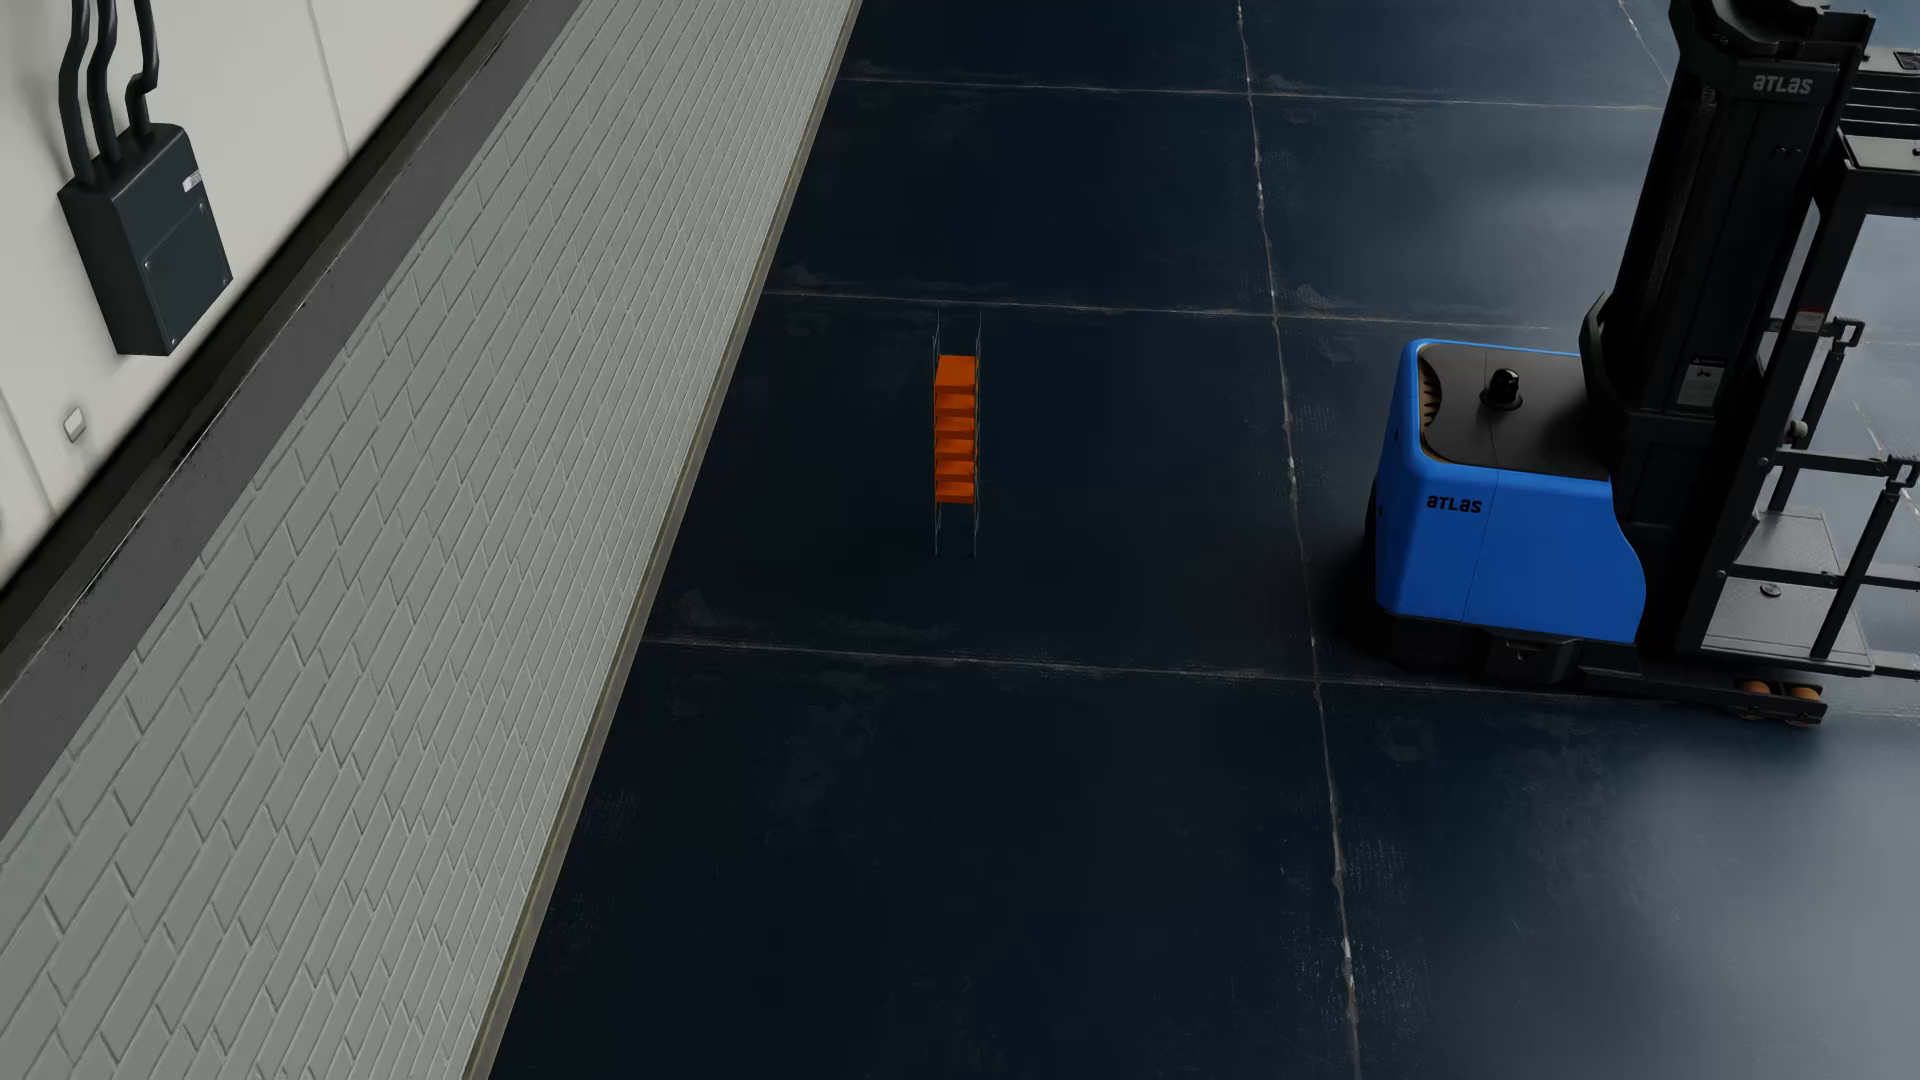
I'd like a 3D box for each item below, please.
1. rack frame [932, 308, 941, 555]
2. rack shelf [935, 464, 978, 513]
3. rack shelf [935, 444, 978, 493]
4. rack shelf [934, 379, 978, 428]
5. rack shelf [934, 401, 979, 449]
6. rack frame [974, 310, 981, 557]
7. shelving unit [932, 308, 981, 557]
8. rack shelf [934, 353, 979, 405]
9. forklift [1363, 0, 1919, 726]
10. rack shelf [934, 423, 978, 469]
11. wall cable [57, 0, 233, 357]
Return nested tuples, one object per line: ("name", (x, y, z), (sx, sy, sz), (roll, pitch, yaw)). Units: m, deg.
("rack frame", (-0.106, -0.471, 7.549), (0.006, 1.200, 0.240), (3, 39, 4))
("rack shelf", (-0.014, -0.246, 7.722), (0.180, 0.103, 0.258), (3, 39, 4))
("rack shelf", (-0.014, -0.339, 7.646), (0.180, 0.103, 0.258), (3, 39, 4))
("rack shelf", (-0.014, -0.618, 7.419), (0.180, 0.103, 0.258), (3, 39, 4))
("rack shelf", (-0.014, -0.525, 7.495), (0.180, 0.103, 0.258), (3, 39, 4))
("rack frame", (0.077, -0.461, 7.537), (0.006, 1.200, 0.240), (3, 39, 4))
("shelving unit", (-0.014, -0.466, 7.543), (0.189, 1.200, 0.258), (3, 39, 4))
("rack shelf", (-0.014, -0.711, 7.343), (0.180, 0.103, 0.258), (3, 39, 4))
("forklift", (3.334, -0.725, 6.489), (3.031, 2.935, 1.130), (7, 40, 9))
("rack shelf", (-0.014, -0.432, 7.571), (0.180, 0.103, 0.258), (3, 39, 4))
("wall cable", (-1.506, -3.418, 2.297), (0.169, 6.003, 2.305), (3, 39, 4))
